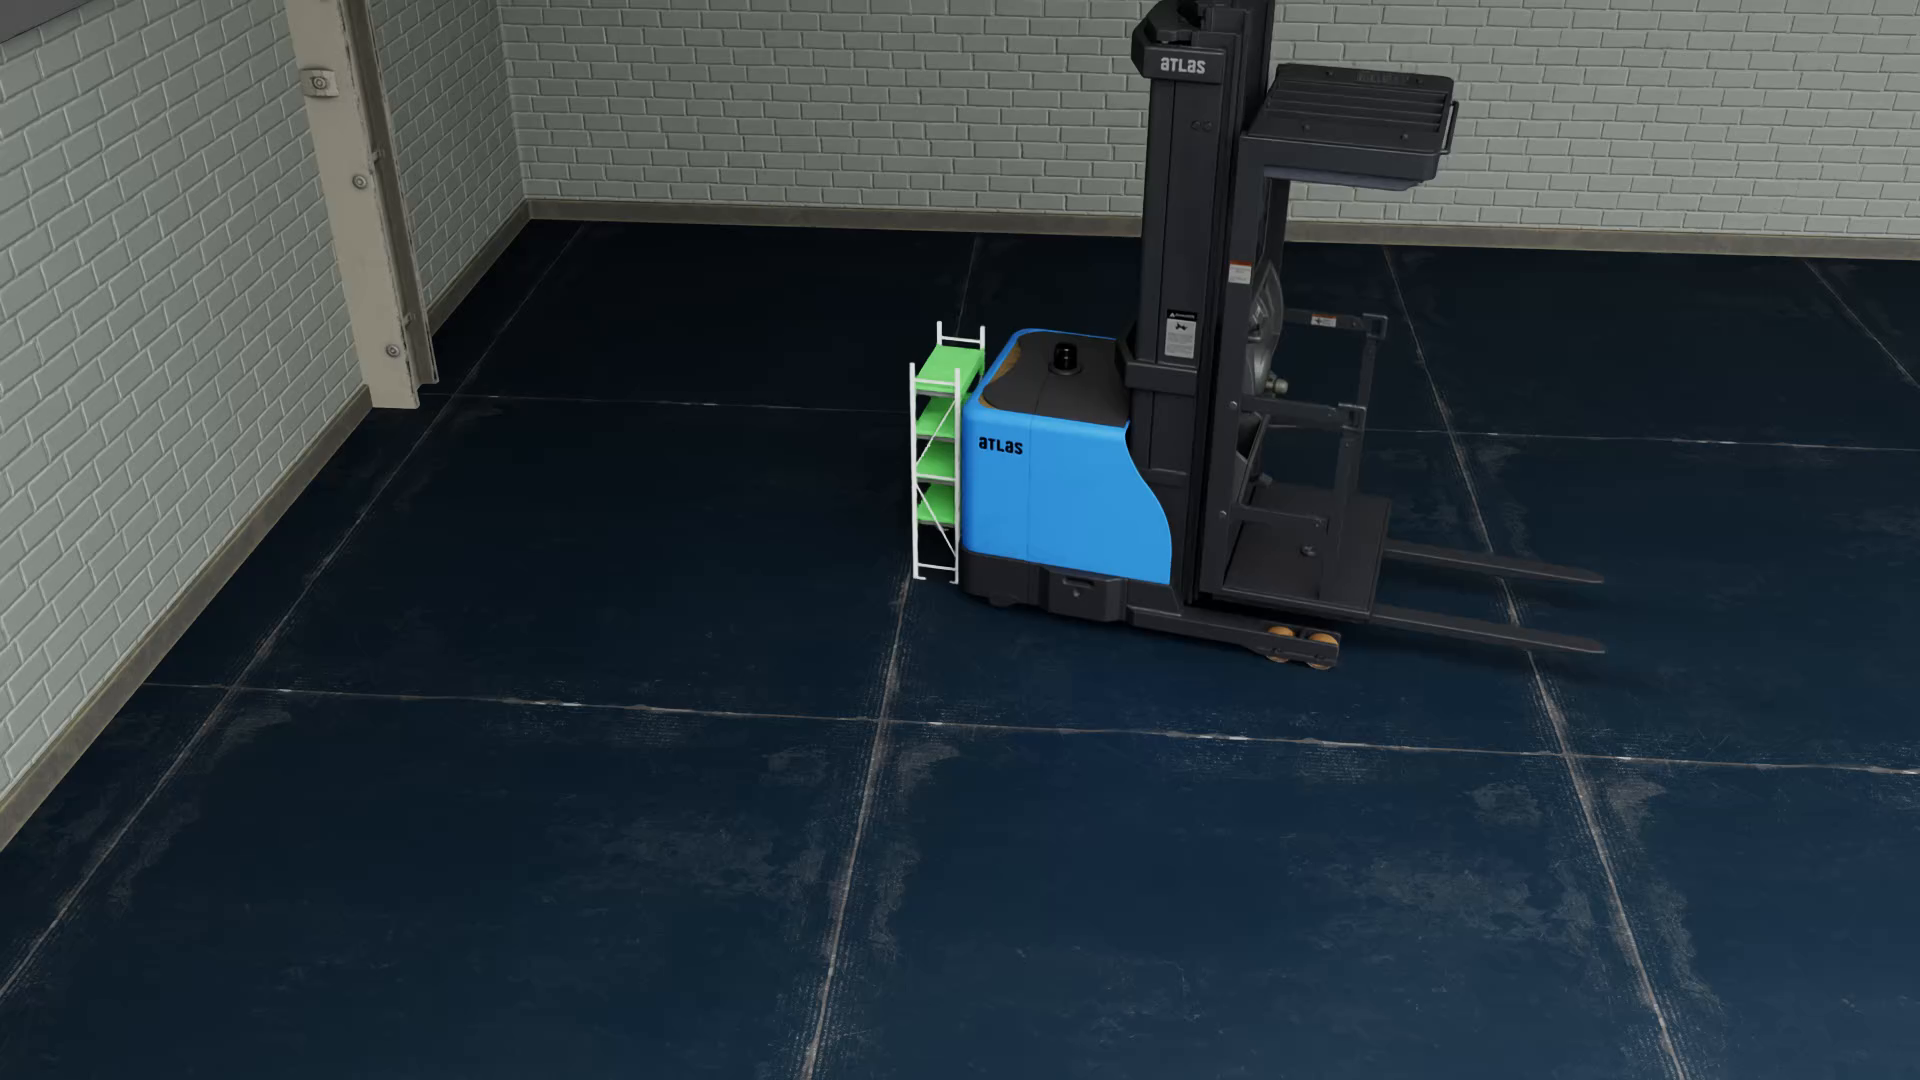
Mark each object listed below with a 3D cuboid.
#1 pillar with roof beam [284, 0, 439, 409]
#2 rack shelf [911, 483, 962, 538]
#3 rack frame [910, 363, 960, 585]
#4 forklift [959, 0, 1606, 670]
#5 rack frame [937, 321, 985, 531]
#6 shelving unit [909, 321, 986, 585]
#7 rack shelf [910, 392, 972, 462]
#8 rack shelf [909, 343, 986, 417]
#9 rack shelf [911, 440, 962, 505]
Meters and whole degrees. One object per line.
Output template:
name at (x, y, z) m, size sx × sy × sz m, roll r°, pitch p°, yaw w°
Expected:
pillar with roof beam at (0.875, -4.549, 7.555) m, size 9.100 × 9.000 × 0.400 m, roll 2°, pitch 32°, yaw 4°
rack shelf at (-0.057, -0.170, 8.461) m, size 0.258 × 0.148 × 0.480 m, roll 8°, pitch 32°, yaw 12°
rack frame at (-0.118, -0.304, 8.100) m, size 0.240 × 1.200 × 0.015 m, roll 8°, pitch 32°, yaw 12°
forklift at (1.569, -0.956, 7.508) m, size 3.031 × 2.935 × 1.130 m, roll 9°, pitch 33°, yaw 15°
rack frame at (0.004, -0.552, 8.502) m, size 0.240 × 1.200 × 0.015 m, roll 8°, pitch 32°, yaw 12°
shelving unit at (-0.057, -0.428, 8.301) m, size 0.258 × 1.200 × 0.503 m, roll 8°, pitch 32°, yaw 12°
rack shelf at (-0.057, -0.578, 8.209) m, size 0.258 × 0.148 × 0.480 m, roll 8°, pitch 32°, yaw 12°
rack shelf at (-0.057, -0.782, 8.083) m, size 0.258 × 0.148 × 0.480 m, roll 8°, pitch 32°, yaw 12°
rack shelf at (-0.057, -0.374, 8.335) m, size 0.258 × 0.148 × 0.480 m, roll 8°, pitch 32°, yaw 12°
